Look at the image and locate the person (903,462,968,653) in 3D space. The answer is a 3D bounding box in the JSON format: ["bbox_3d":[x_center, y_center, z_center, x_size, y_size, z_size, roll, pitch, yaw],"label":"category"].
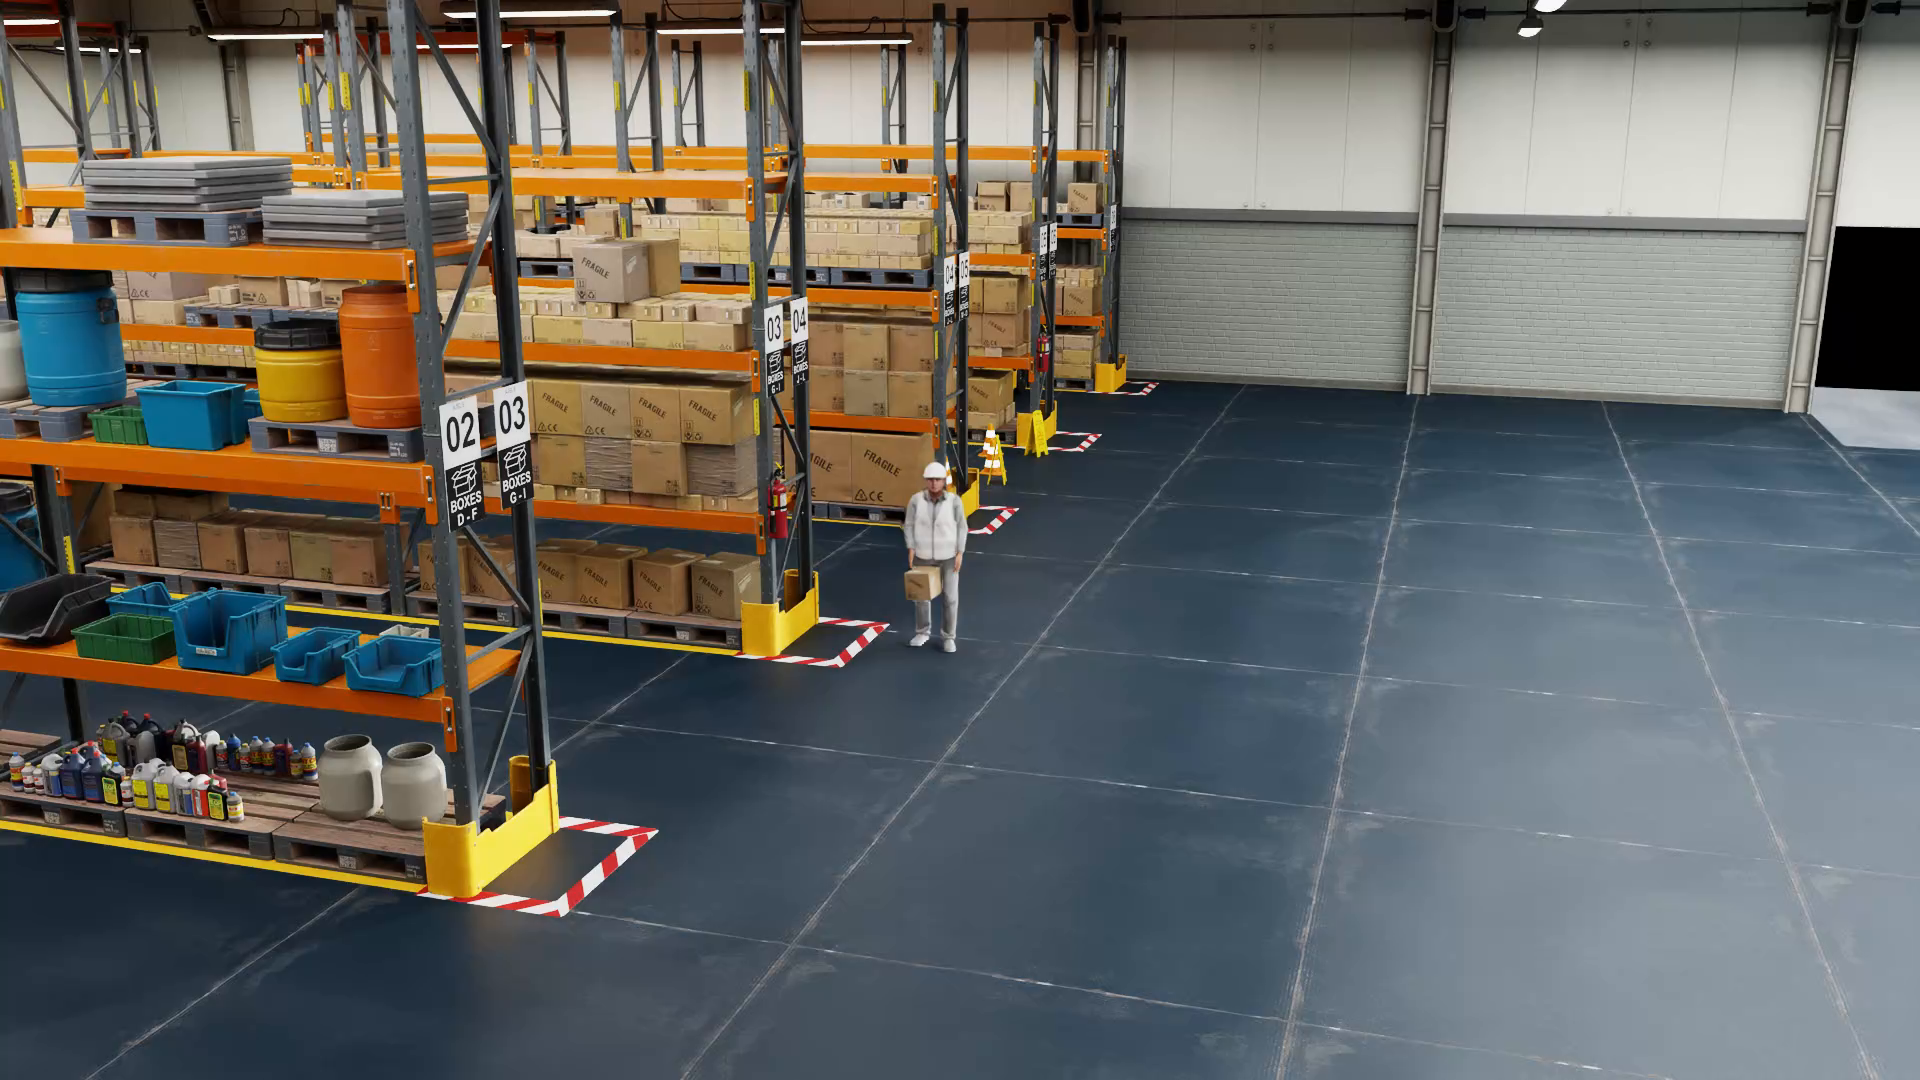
[{"bbox_3d":[-0.234,0.150,15.409,0.602,1.769,0.490,2,15,6],"label":"person"}]
